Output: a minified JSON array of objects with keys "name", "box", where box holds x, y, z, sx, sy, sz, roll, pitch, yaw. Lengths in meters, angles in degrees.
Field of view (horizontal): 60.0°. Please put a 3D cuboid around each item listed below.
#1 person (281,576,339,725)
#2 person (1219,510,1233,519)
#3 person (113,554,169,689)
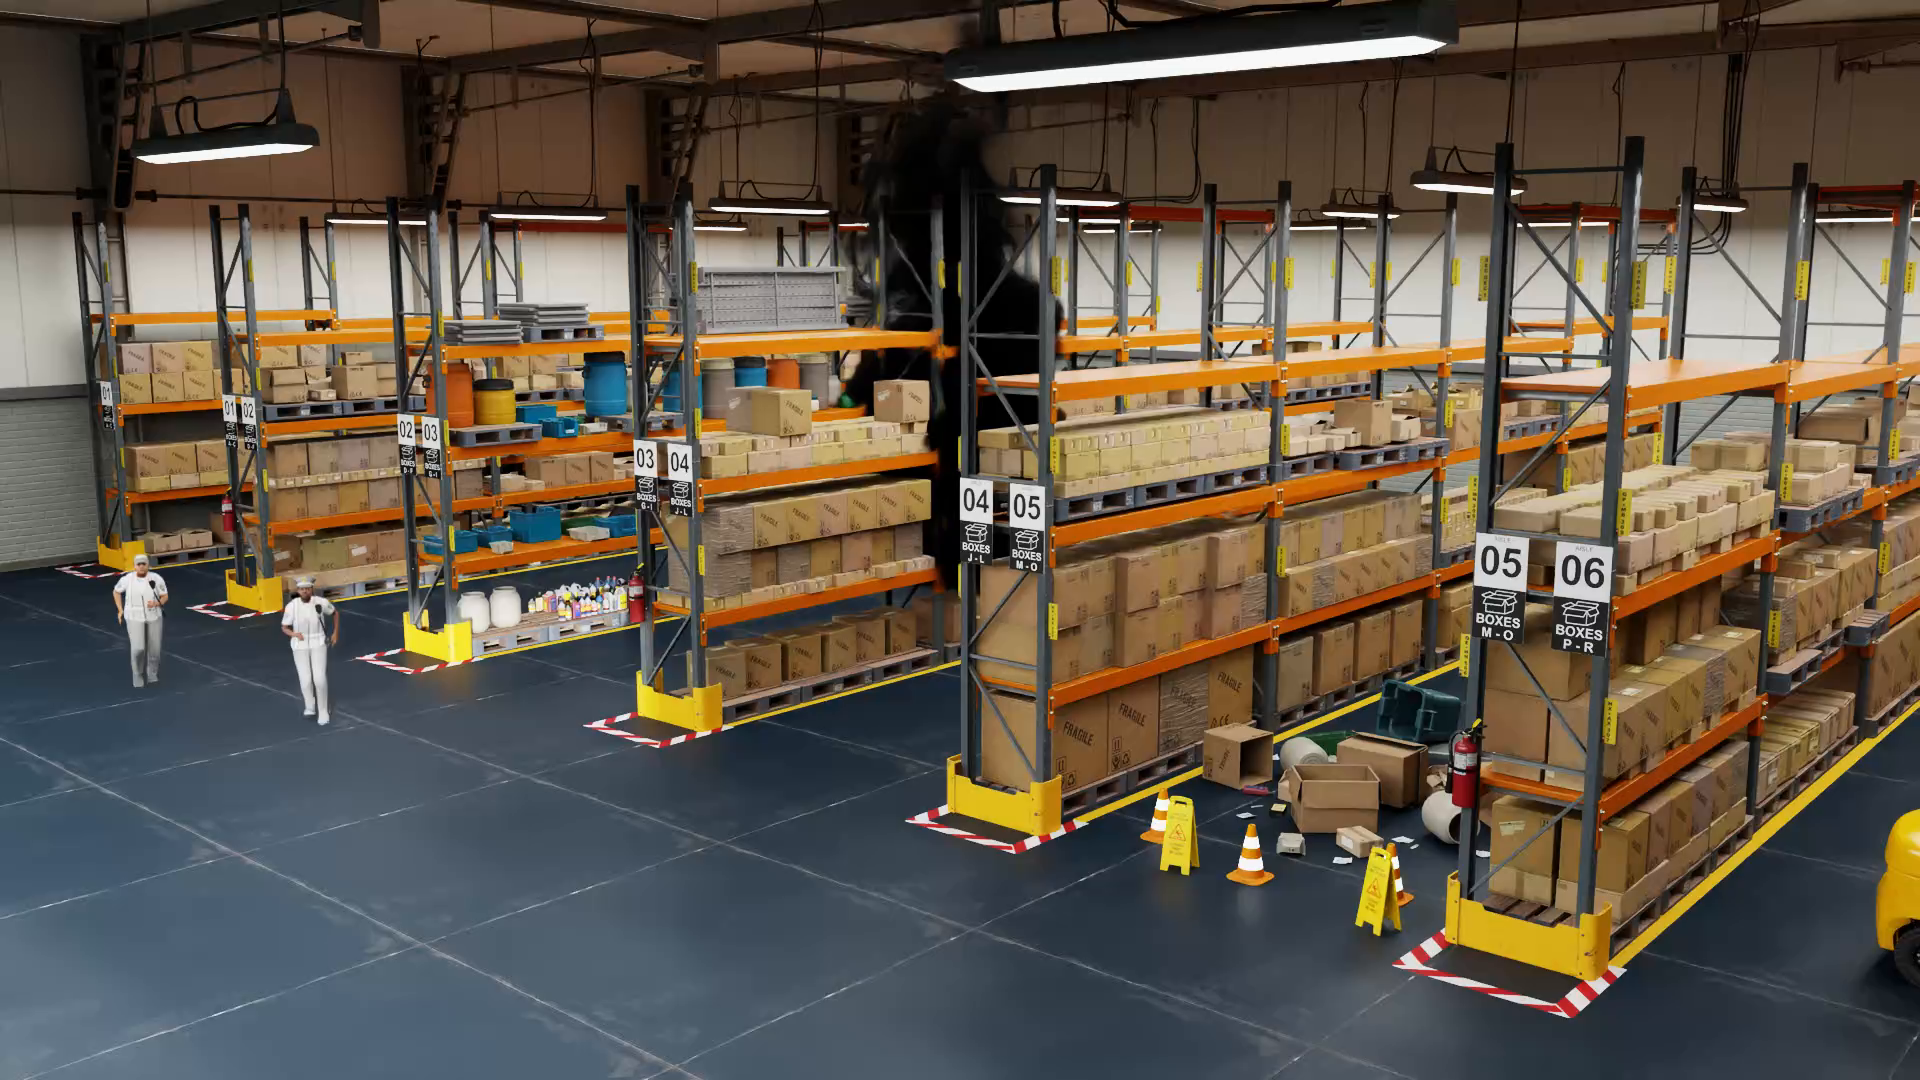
[{"name":"person","box":[-7.322,1.250,18.774,0.593,1.747,0.707,-3,10,-17]},{"name":"person","box":[3.788,0.388,23.893,0.627,1.635,0.760,5,11,28]},{"name":"person","box":[-9.975,1.000,20.336,0.580,1.672,0.646,-6,11,-32]}]
